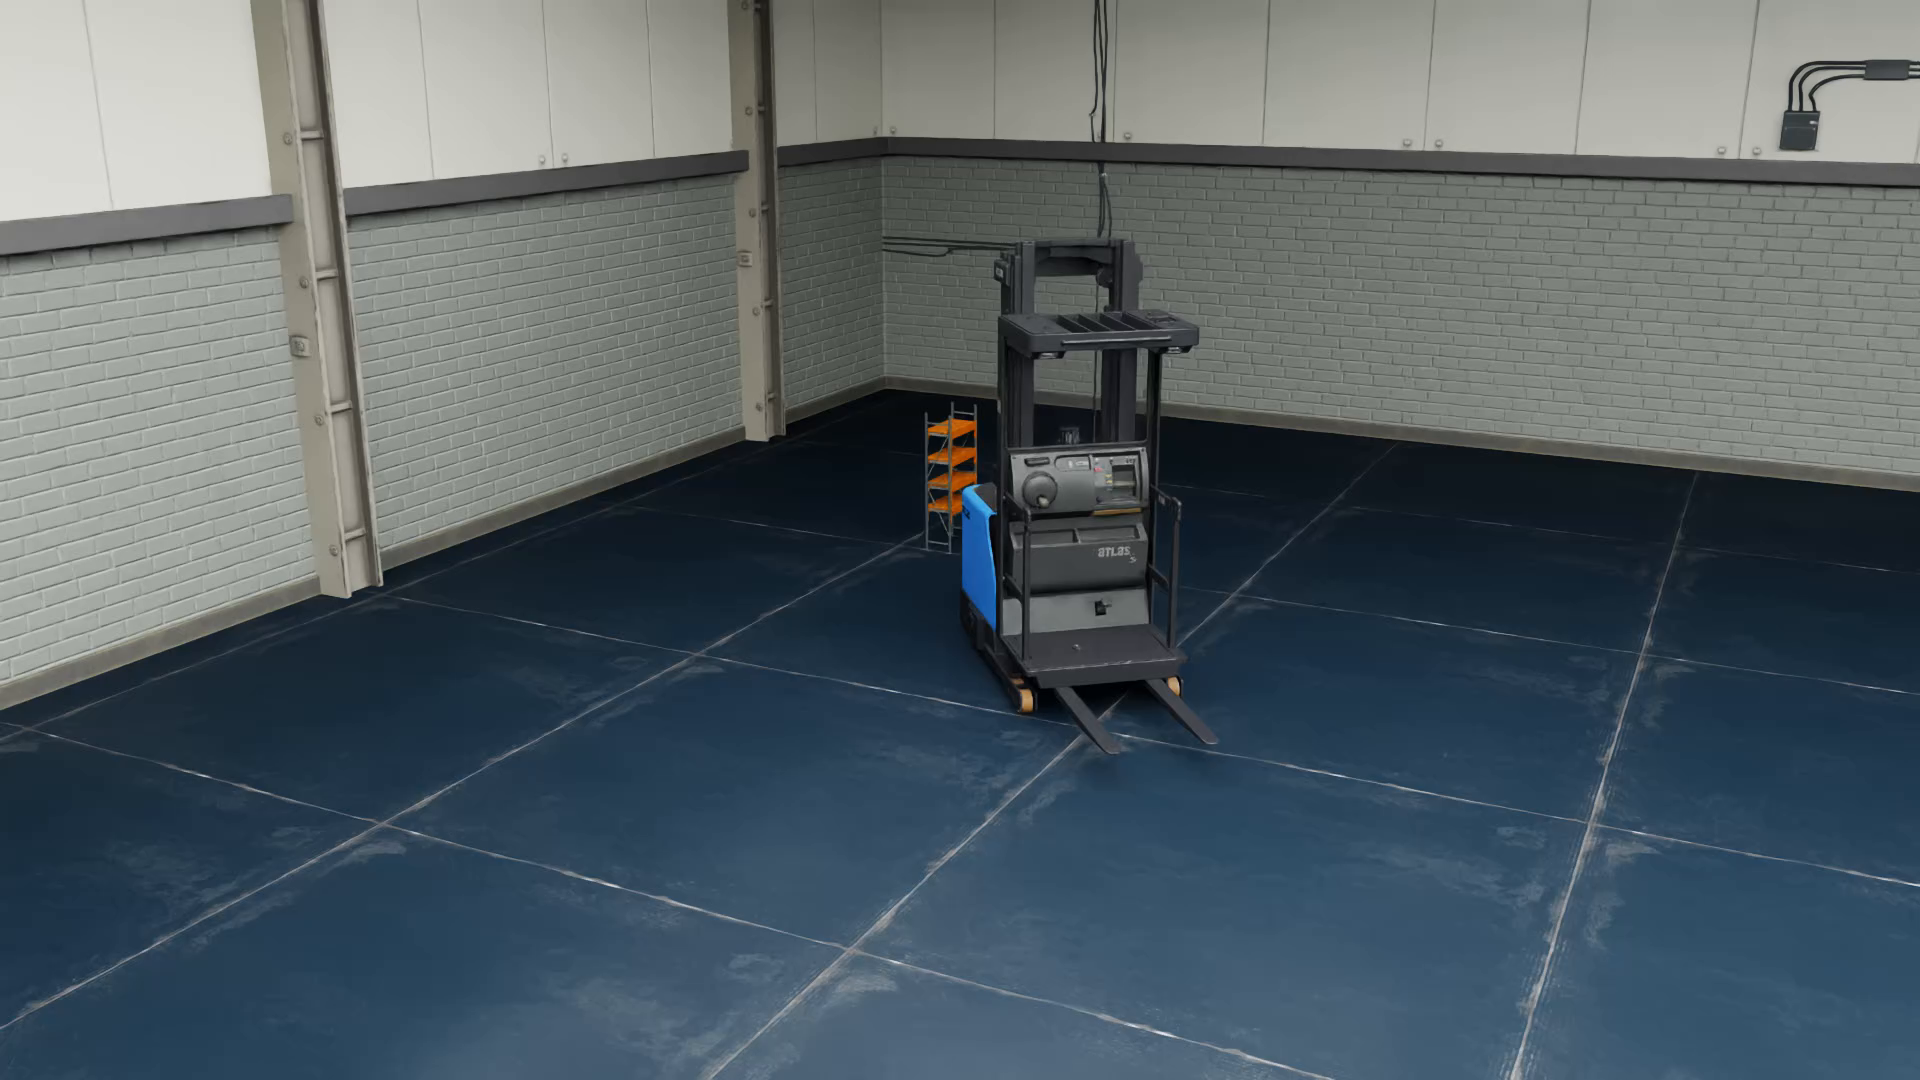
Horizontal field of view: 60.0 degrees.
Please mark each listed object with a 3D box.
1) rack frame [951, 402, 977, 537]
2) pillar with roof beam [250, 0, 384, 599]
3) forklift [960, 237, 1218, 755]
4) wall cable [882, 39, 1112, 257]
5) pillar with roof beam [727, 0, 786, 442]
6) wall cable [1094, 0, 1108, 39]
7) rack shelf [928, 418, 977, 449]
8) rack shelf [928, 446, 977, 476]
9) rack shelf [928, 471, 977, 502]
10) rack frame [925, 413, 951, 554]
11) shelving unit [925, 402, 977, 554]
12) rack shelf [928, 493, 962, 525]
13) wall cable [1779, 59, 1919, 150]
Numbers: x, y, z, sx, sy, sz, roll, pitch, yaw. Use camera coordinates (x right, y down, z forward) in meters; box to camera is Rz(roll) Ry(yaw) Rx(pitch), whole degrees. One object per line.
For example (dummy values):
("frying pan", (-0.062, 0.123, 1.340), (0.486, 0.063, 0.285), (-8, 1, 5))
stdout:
("rack frame", (0.035, -0.595, 14.421), (0.240, 1.200, 0.015), (8, 18, 25))
("pillar with roof beam", (-0.986, -3.378, 10.092), (9.100, 9.000, 0.400), (8, 18, 25))
("forklift", (0.839, -0.399, 10.721), (1.130, 2.935, 3.031), (-4, 17, -13))
("wall cable", (0.343, -4.547, 19.484), (3.097, 2.526, 0.112), (8, 18, 25))
("pillar with roof beam", (1.695, -4.906, 15.237), (9.100, 9.000, 0.400), (8, 18, 25))
("wall cable", (2.763, -6.624, 17.606), (3.097, 2.526, 0.112), (8, 18, 25))
("rack shelf", (-0.074, -0.910, 14.100), (0.258, 0.148, 0.480), (8, 18, 25))
("rack shelf", (-0.074, -0.683, 14.167), (0.258, 0.148, 0.480), (8, 18, 25))
("rack shelf", (-0.074, -0.469, 14.231), (0.258, 0.148, 0.480), (8, 18, 25))
("rack frame", (-0.183, -0.471, 14.002), (0.240, 1.200, 0.015), (8, 18, 25))
("shelving unit", (-0.074, -0.533, 14.212), (0.258, 1.200, 0.503), (8, 18, 25))
("rack shelf", (-0.074, -0.278, 14.287), (0.258, 0.148, 0.480), (8, 18, 25))
("wall cable", (8.829, -6.454, 14.477), (2.305, 6.003, 0.169), (8, 18, 25))
